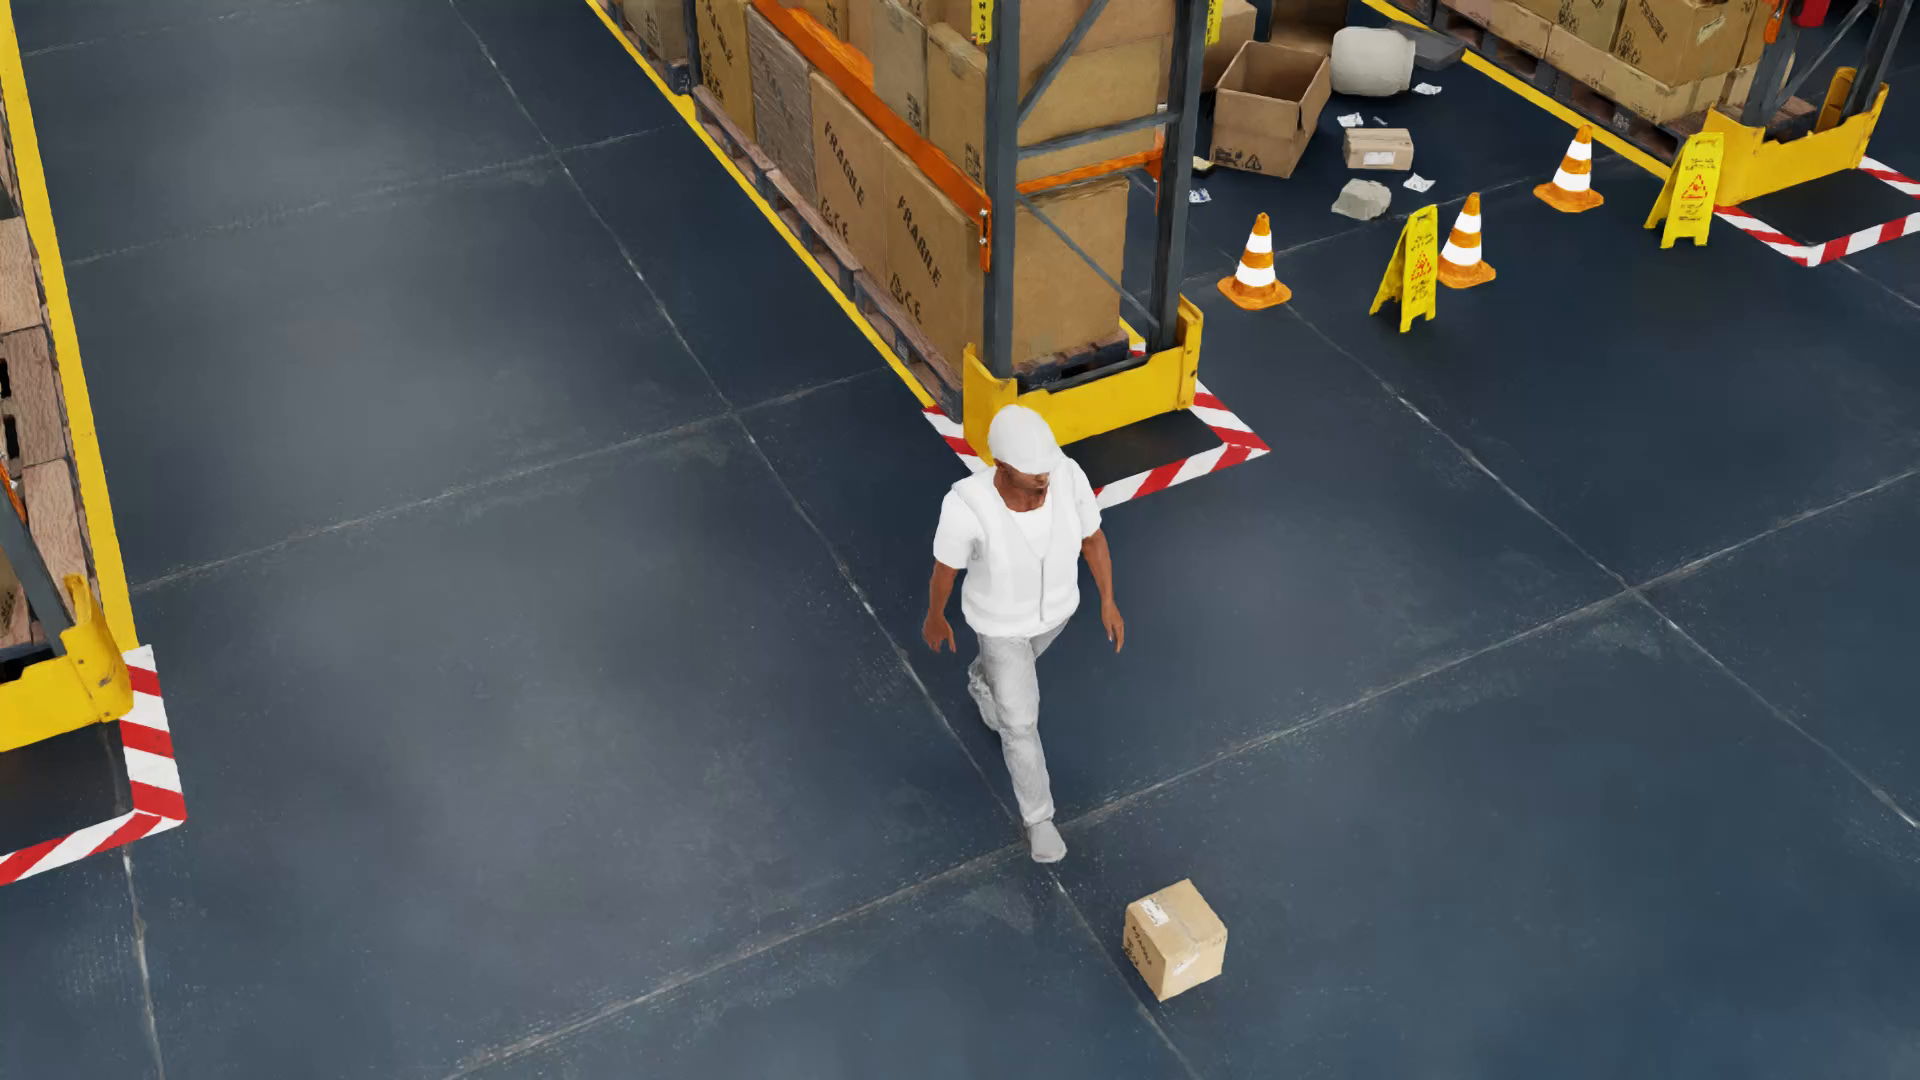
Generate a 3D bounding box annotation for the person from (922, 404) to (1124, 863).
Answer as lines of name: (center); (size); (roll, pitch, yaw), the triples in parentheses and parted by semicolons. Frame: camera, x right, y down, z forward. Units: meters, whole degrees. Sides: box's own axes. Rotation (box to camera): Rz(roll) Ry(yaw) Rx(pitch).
person: (0.239, 0.266, 5.836); (0.626, 1.730, 0.999); (-20, 45, -22)
